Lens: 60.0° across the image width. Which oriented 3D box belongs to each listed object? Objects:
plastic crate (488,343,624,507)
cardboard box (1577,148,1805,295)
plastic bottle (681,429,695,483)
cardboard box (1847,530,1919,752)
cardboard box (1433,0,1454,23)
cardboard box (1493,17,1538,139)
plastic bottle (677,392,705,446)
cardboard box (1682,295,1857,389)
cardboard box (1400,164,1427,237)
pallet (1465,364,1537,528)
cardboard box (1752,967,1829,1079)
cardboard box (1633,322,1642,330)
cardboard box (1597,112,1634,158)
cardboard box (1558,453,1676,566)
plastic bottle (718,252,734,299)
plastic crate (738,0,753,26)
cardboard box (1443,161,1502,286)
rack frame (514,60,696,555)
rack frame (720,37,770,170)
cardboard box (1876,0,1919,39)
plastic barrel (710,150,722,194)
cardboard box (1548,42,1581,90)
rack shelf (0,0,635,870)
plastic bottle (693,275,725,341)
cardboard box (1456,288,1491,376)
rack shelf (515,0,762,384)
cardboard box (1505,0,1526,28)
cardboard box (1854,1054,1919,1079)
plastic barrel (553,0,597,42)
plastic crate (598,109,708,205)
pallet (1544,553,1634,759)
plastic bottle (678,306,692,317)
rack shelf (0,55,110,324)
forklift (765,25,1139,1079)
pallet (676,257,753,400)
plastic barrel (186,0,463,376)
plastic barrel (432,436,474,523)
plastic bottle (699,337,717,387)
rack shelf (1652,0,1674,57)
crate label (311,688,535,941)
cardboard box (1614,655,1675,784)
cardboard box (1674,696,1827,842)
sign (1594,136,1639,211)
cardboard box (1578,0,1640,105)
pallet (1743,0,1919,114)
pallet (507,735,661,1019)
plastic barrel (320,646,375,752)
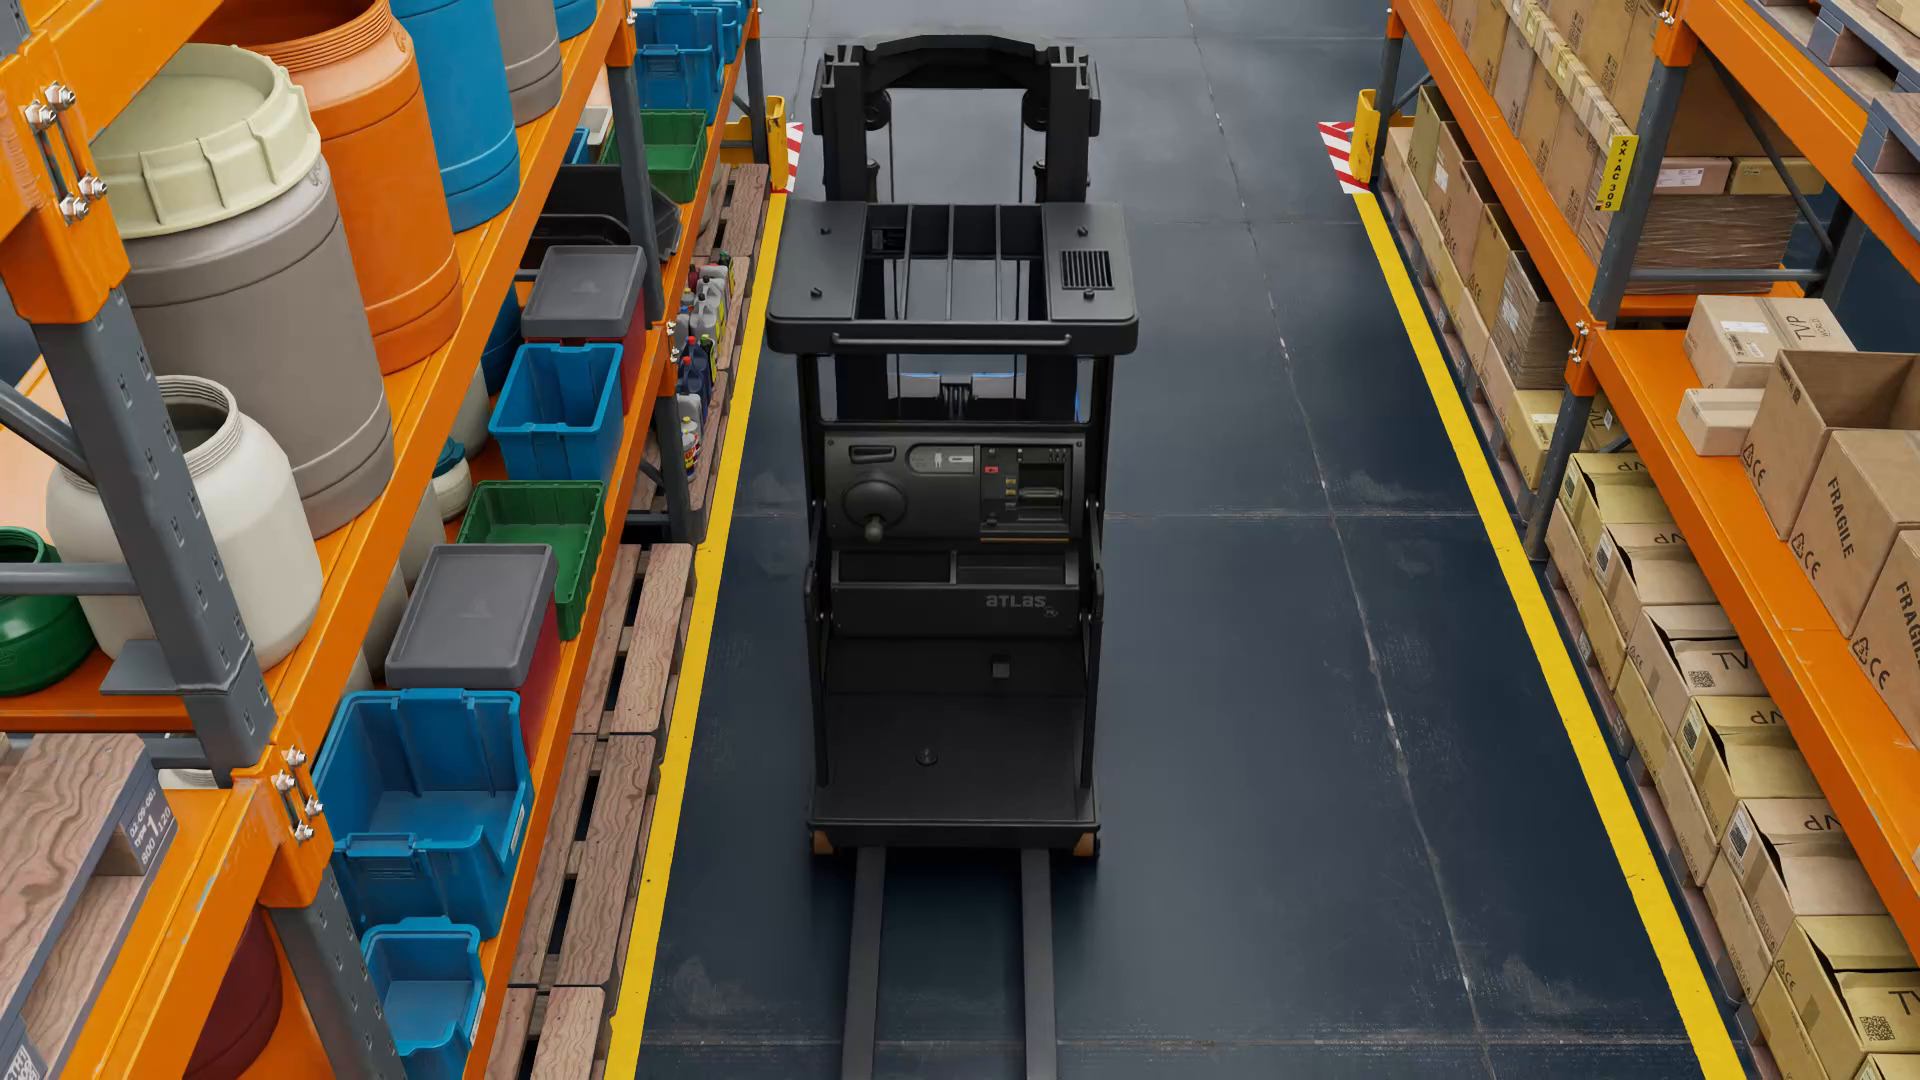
[{"bbox_3d":[-1.450,-0.407,6.117,0.392,0.384,0.575,0,39,0],"label":"plastic crate"},{"bbox_3d":[3.184,-1.420,7.289,0.700,0.500,0.500,-1,39,-1],"label":"cardboard box"},{"bbox_3d":[-1.325,-0.409,7.937,0.097,0.271,0.097,0,39,0],"label":"plastic bottle"},{"bbox_3d":[3.177,0.309,5.131,0.500,0.500,0.500,-2,39,-2],"label":"cardboard box"},{"bbox_3d":[3.174,-3.352,9.700,0.700,0.500,0.500,0,39,0],"label":"cardboard box"},{"bbox_3d":[3.178,-2.384,8.492,0.700,0.500,0.500,1,39,1],"label":"cardboard box"},{"bbox_3d":[-1.352,-0.613,8.188,0.152,0.276,0.135,1,39,2],"label":"plastic bottle"},{"bbox_3d":[3.235,-0.737,6.637,0.500,0.250,0.500,2,39,3],"label":"cardboard box"},{"bbox_3d":[2.969,-2.048,10.015,0.500,0.250,0.500,0,39,0],"label":"cardboard box"},{"bbox_3d":[3.232,-0.513,8.467,1.003,0.211,1.213,0,39,0],"label":"pallet"},{"bbox_3d":[2.947,1.656,5.394,0.500,0.250,0.500,0,39,-1],"label":"cardboard box"},{"bbox_3d":[3.495,-1.090,8.221,0.500,0.500,0.500,0,39,0],"label":"cardboard box"},{"bbox_3d":[2.978,-1.720,7.145,0.380,0.149,0.250,-1,39,-1],"label":"cardboard box"},{"bbox_3d":[2.942,-0.155,7.205,0.500,0.311,0.500,0,39,0],"label":"cardboard box"},{"bbox_3d":[-1.308,-1.494,9.282,0.061,0.283,0.133,1,39,1],"label":"plastic bottle"},{"bbox_3d":[-1.467,-3.233,9.750,0.499,0.251,0.616,0,39,0],"label":"plastic crate"},{"bbox_3d":[2.963,-1.715,9.000,0.500,0.500,0.500,0,39,0],"label":"cardboard box"},{"bbox_3d":[-1.763,-1.103,6.973,1.000,3.000,0.127,0,39,0],"label":"rack frame"},{"bbox_3d":[-1.767,-3.604,10.094,1.000,3.000,0.127,0,39,0],"label":"rack frame"},{"bbox_3d":[3.185,-1.651,5.042,0.500,0.250,0.500,-4,39,-4],"label":"cardboard box"},{"bbox_3d":[-1.690,-2.385,10.227,0.421,0.512,0.421,0,39,0],"label":"plastic barrel"},{"bbox_3d":[2.977,-2.202,7.746,0.380,0.149,0.250,0,39,0],"label":"cardboard box"},{"bbox_3d":[-1.760,-0.742,4.699,1.077,0.370,4.000,0,39,0],"label":"rack shelf"},{"bbox_3d":[-1.349,-1.246,8.918,0.144,0.351,0.185,1,39,2],"label":"plastic bottle"},{"bbox_3d":[2.966,-1.110,8.845,0.500,0.250,0.500,0,39,0],"label":"cardboard box"},{"bbox_3d":[-1.765,-2.073,8.758,1.077,0.370,4.000,0,39,0],"label":"rack shelf"},{"bbox_3d":[2.972,-2.691,8.356,0.380,0.149,0.250,0,39,0],"label":"cardboard box"},{"bbox_3d":[2.949,1.761,4.814,0.500,0.311,0.500,1,39,1],"label":"cardboard box"},{"bbox_3d":[-1.545,-2.151,5.481,0.600,0.901,0.708,0,39,0],"label":"plastic barrel"},{"bbox_3d":[-1.482,-1.869,8.098,0.450,0.188,0.662,0,39,0],"label":"plastic crate"},{"bbox_3d":[3.231,0.445,7.271,1.003,0.211,1.213,0,39,0],"label":"pallet"},{"bbox_3d":[-1.470,-1.160,8.930,0.097,0.201,0.097,0,39,0],"label":"plastic bottle"},{"bbox_3d":[-1.756,0.745,0.765,1.077,0.370,4.000,0,39,0],"label":"rack shelf"},{"bbox_3d":[-0.019,-0.114,5.794,1.130,2.935,3.031,0,39,1],"label":"forklift"},{"bbox_3d":[-1.726,-1.199,9.323,1.003,0.211,1.213,0,39,0],"label":"pallet"},{"bbox_3d":[-1.543,-0.862,3.930,0.600,0.830,0.708,0,39,0],"label":"plastic barrel"},{"bbox_3d":[-1.914,-0.221,5.983,0.301,0.262,0.301,0,39,0],"label":"plastic barrel"},{"bbox_3d":[-1.307,-0.941,8.591,0.061,0.283,0.133,2,39,2],"label":"plastic bottle"},{"bbox_3d":[3.189,-3.244,7.822,1.077,0.370,4.000,0,39,0],"label":"rack shelf"},{"bbox_3d":[-1.489,0.764,4.616,0.502,0.435,0.616,0,39,0],"label":"crate label"},{"bbox_3d":[2.946,0.701,6.585,0.500,0.250,0.500,-1,39,-1],"label":"cardboard box"},{"bbox_3d":[2.945,0.807,6.005,0.500,0.311,0.500,1,39,1],"label":"cardboard box"},{"bbox_3d":[2.636,-1.471,6.677,0.100,0.325,0.005,0,39,0],"label":"sign"},{"bbox_3d":[3.182,-2.243,7.278,0.700,0.500,0.500,0,39,0],"label":"cardboard box"},{"bbox_3d":[3.205,-1.648,5.408,0.805,0.209,1.217,-1,39,-2],"label":"pallet"},{"bbox_3d":[-1.719,1.242,6.277,1.003,0.211,1.213,0,39,0],"label":"pallet"},{"bbox_3d":[-1.973,0.449,4.948,0.421,0.512,0.421,0,39,0],"label":"plastic barrel"}]
